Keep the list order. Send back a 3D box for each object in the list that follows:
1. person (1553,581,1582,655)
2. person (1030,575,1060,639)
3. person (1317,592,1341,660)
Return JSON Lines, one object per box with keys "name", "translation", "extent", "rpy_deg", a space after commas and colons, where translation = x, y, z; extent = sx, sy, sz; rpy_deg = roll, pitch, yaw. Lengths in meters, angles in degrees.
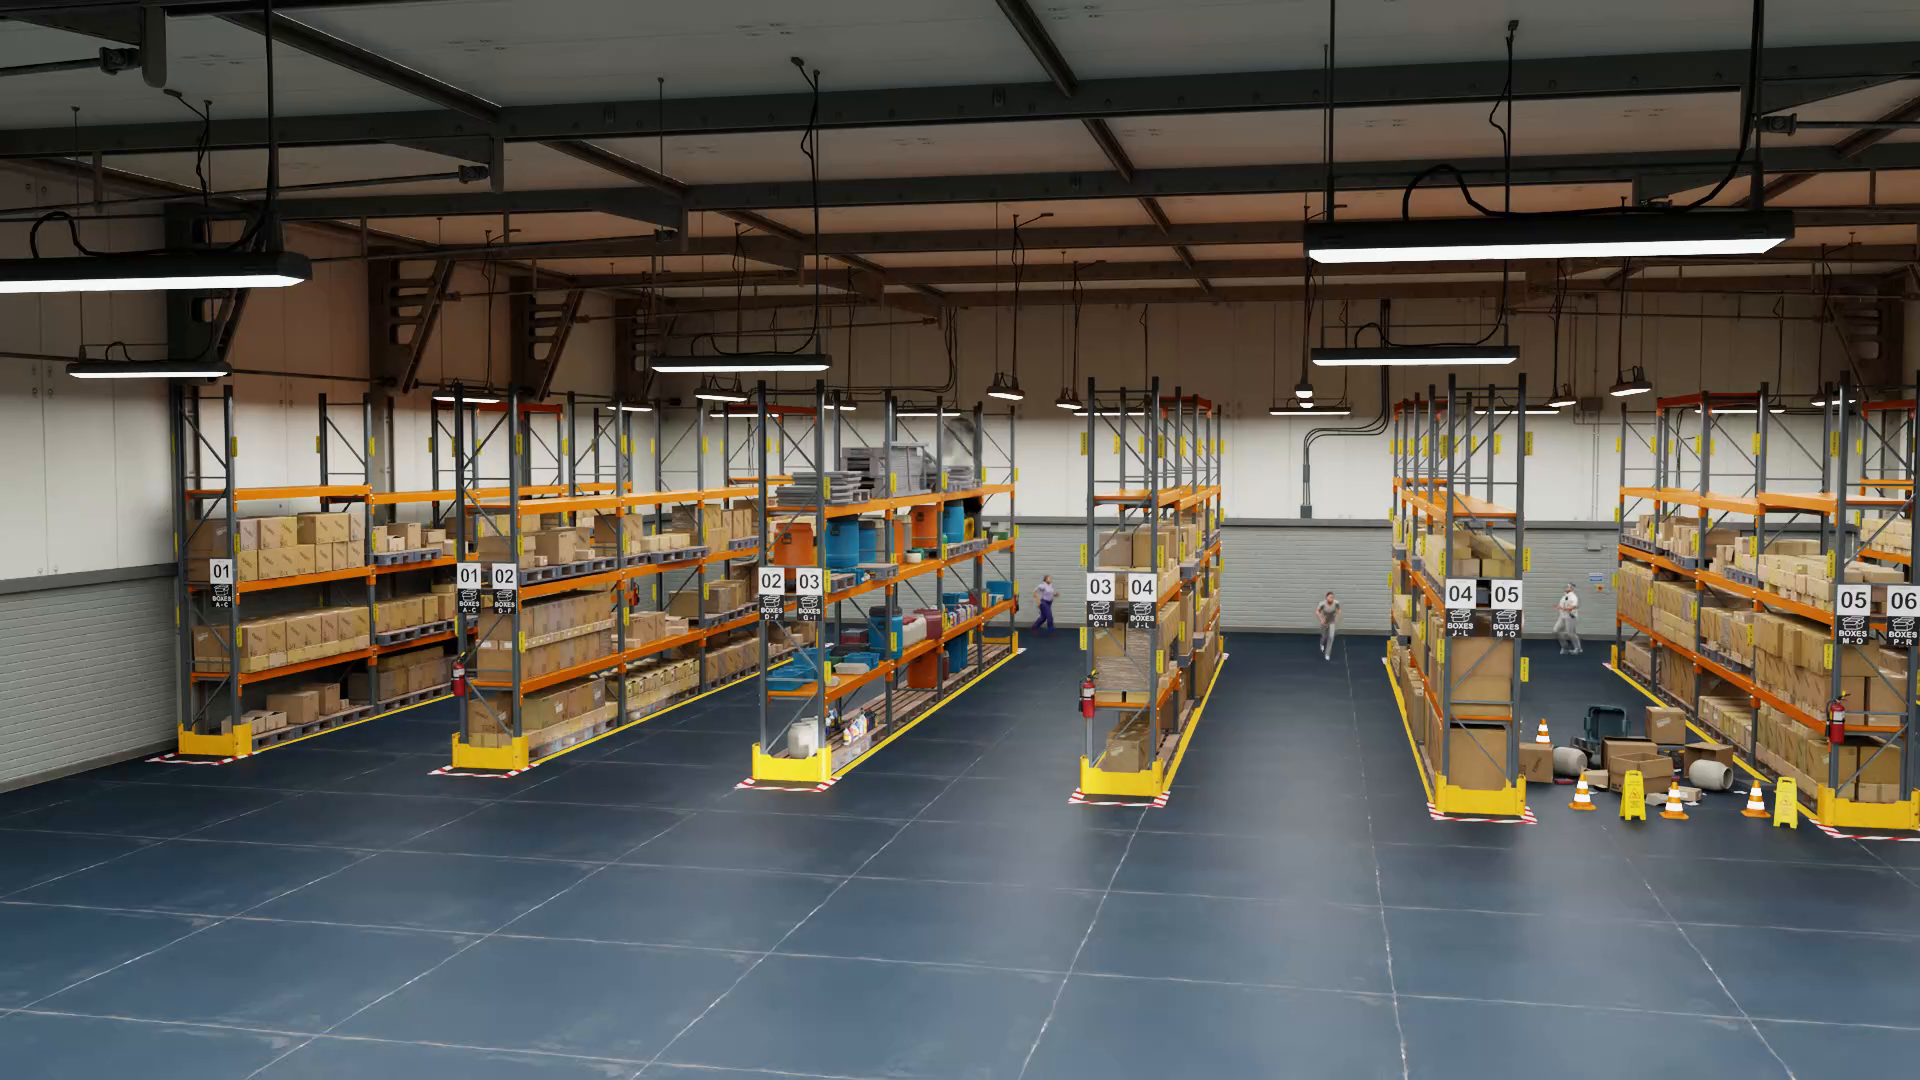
{"name": "person", "translation": [14.608, 1.889, 40.003], "extent": [0.726, 1.813, 0.634], "rpy_deg": [-1, 3, -10]}
{"name": "person", "translation": [2.237, 1.733, 43.408], "extent": [0.879, 1.671, 0.589], "rpy_deg": [2, 4, 27]}
{"name": "person", "translation": [8.740, 2.009, 39.559], "extent": [0.579, 1.624, 0.942], "rpy_deg": [0, 3, -3]}
